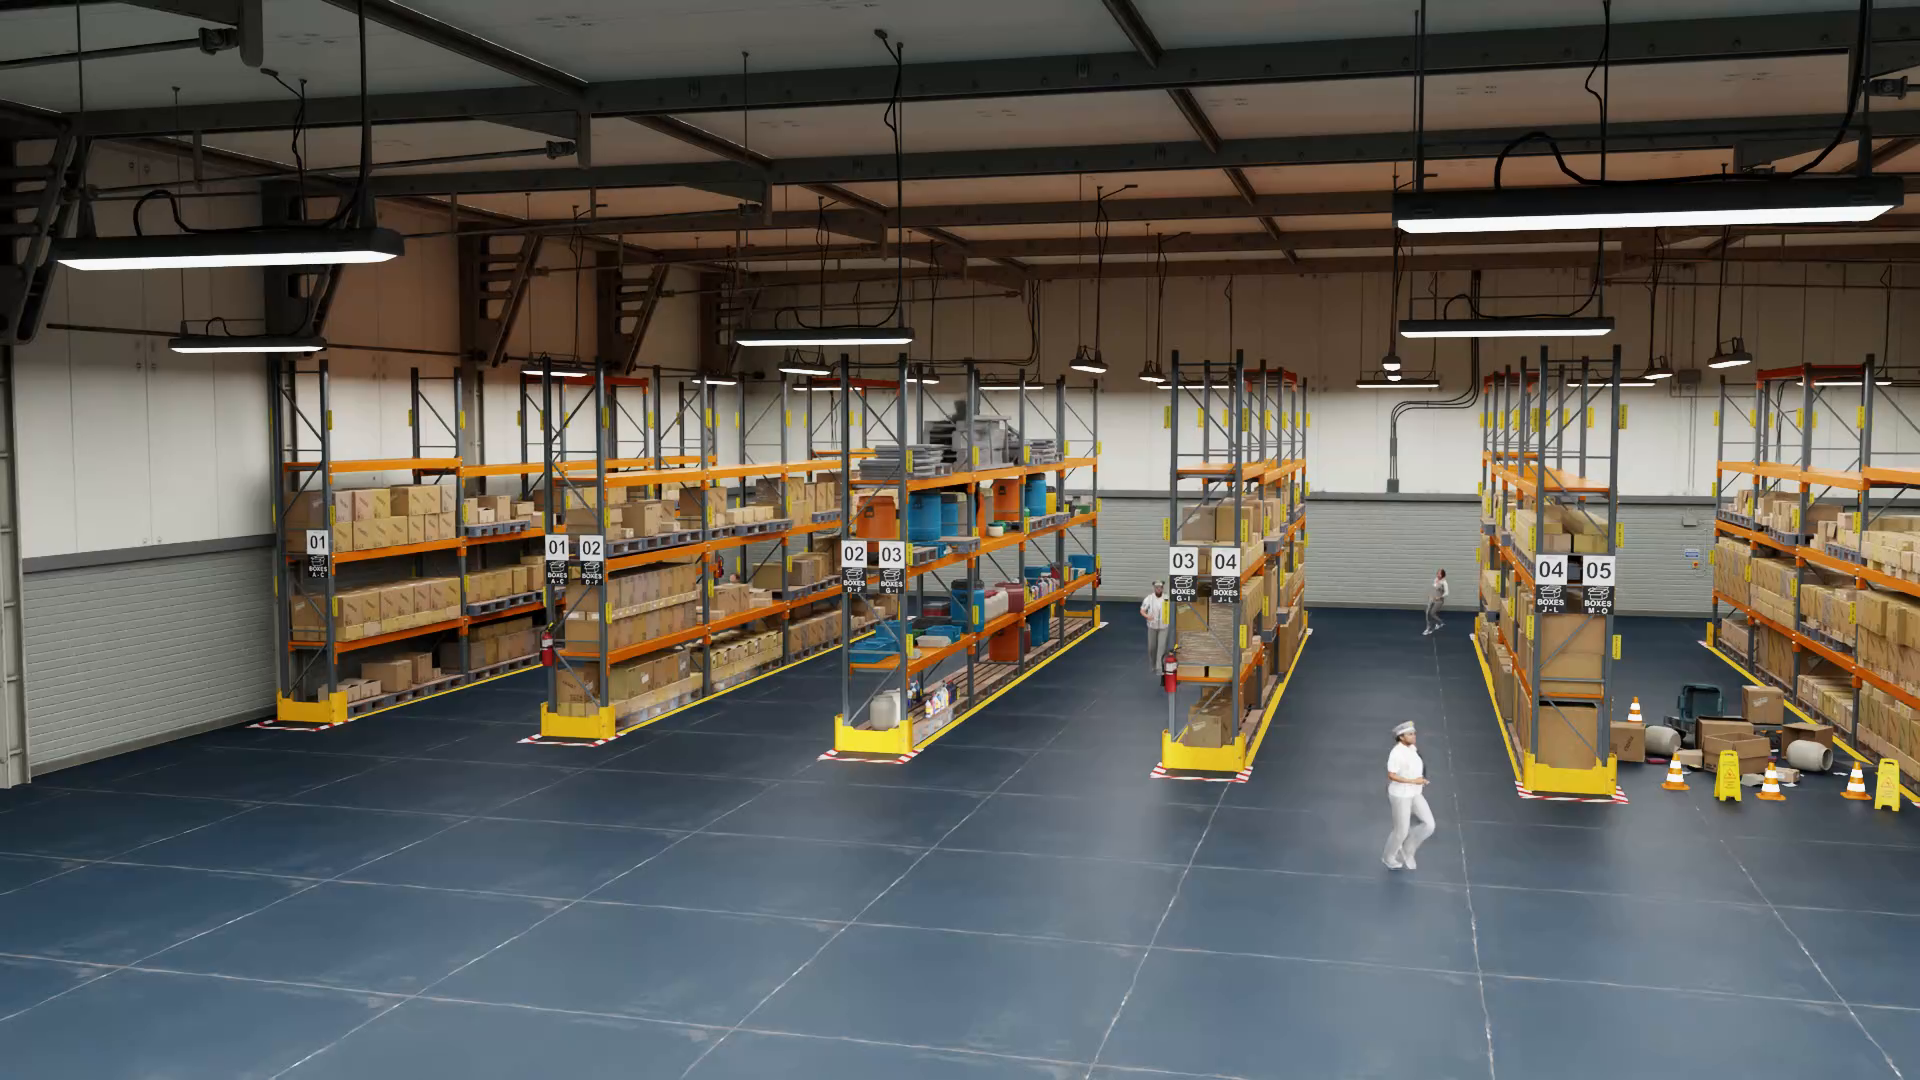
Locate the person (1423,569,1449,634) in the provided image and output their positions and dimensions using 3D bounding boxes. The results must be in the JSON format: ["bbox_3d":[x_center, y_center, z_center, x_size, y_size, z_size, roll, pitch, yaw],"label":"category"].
[{"bbox_3d":[11.189,1.450,38.897,0.556,1.550,0.572,-2,5,-29],"label":"person"}]

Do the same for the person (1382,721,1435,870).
[{"bbox_3d":[4.954,2.834,18.402,0.637,1.693,0.610,-4,5,-41],"label":"person"}]

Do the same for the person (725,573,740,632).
[{"bbox_3d":[-4.993,1.544,36.699,0.624,1.638,0.514,2,4,20],"label":"person"}]

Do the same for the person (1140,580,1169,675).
[{"bbox_3d":[3.693,1.619,30.950,0.668,1.786,0.678,0,4,4],"label":"person"}]
